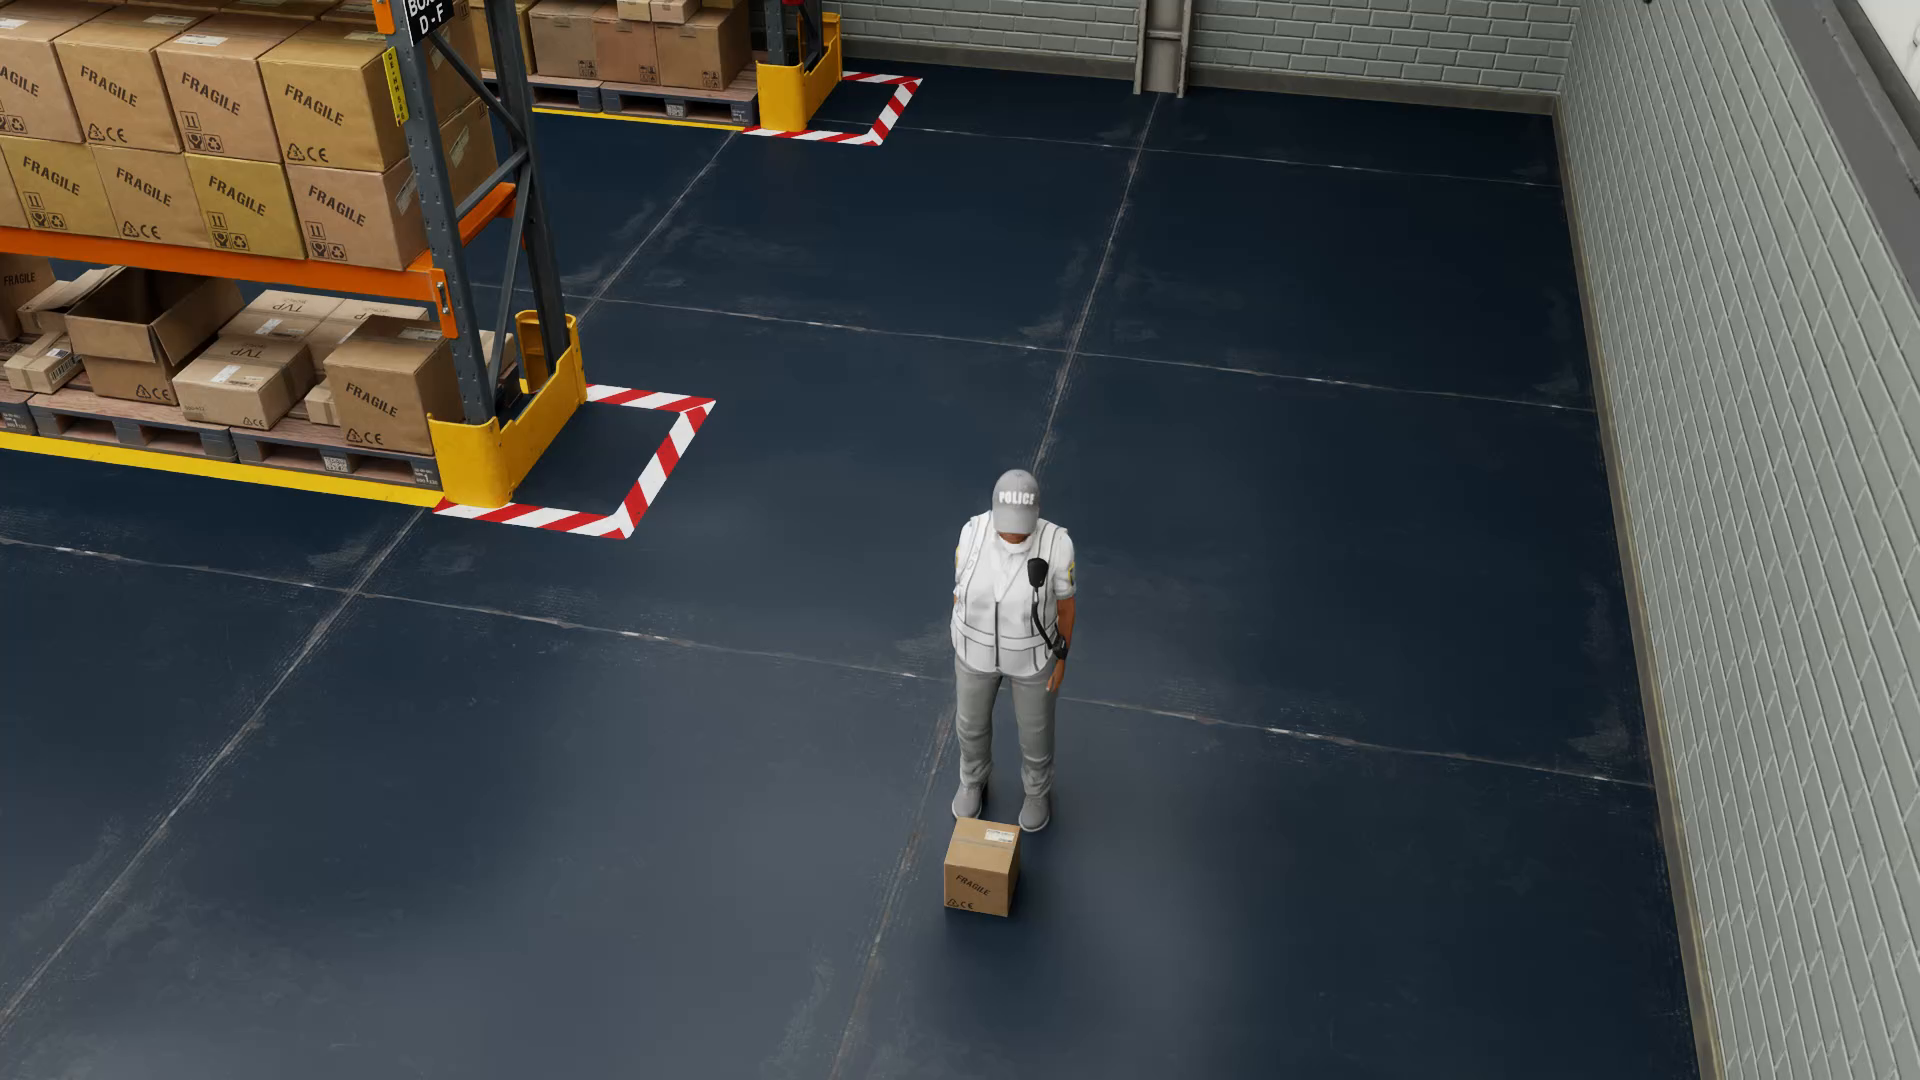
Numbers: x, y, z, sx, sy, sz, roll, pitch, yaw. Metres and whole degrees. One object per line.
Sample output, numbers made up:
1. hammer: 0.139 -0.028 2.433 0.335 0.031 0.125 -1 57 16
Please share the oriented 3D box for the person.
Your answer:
1. person: 0.199 0.436 6.390 0.469 1.663 0.390 8 38 11
